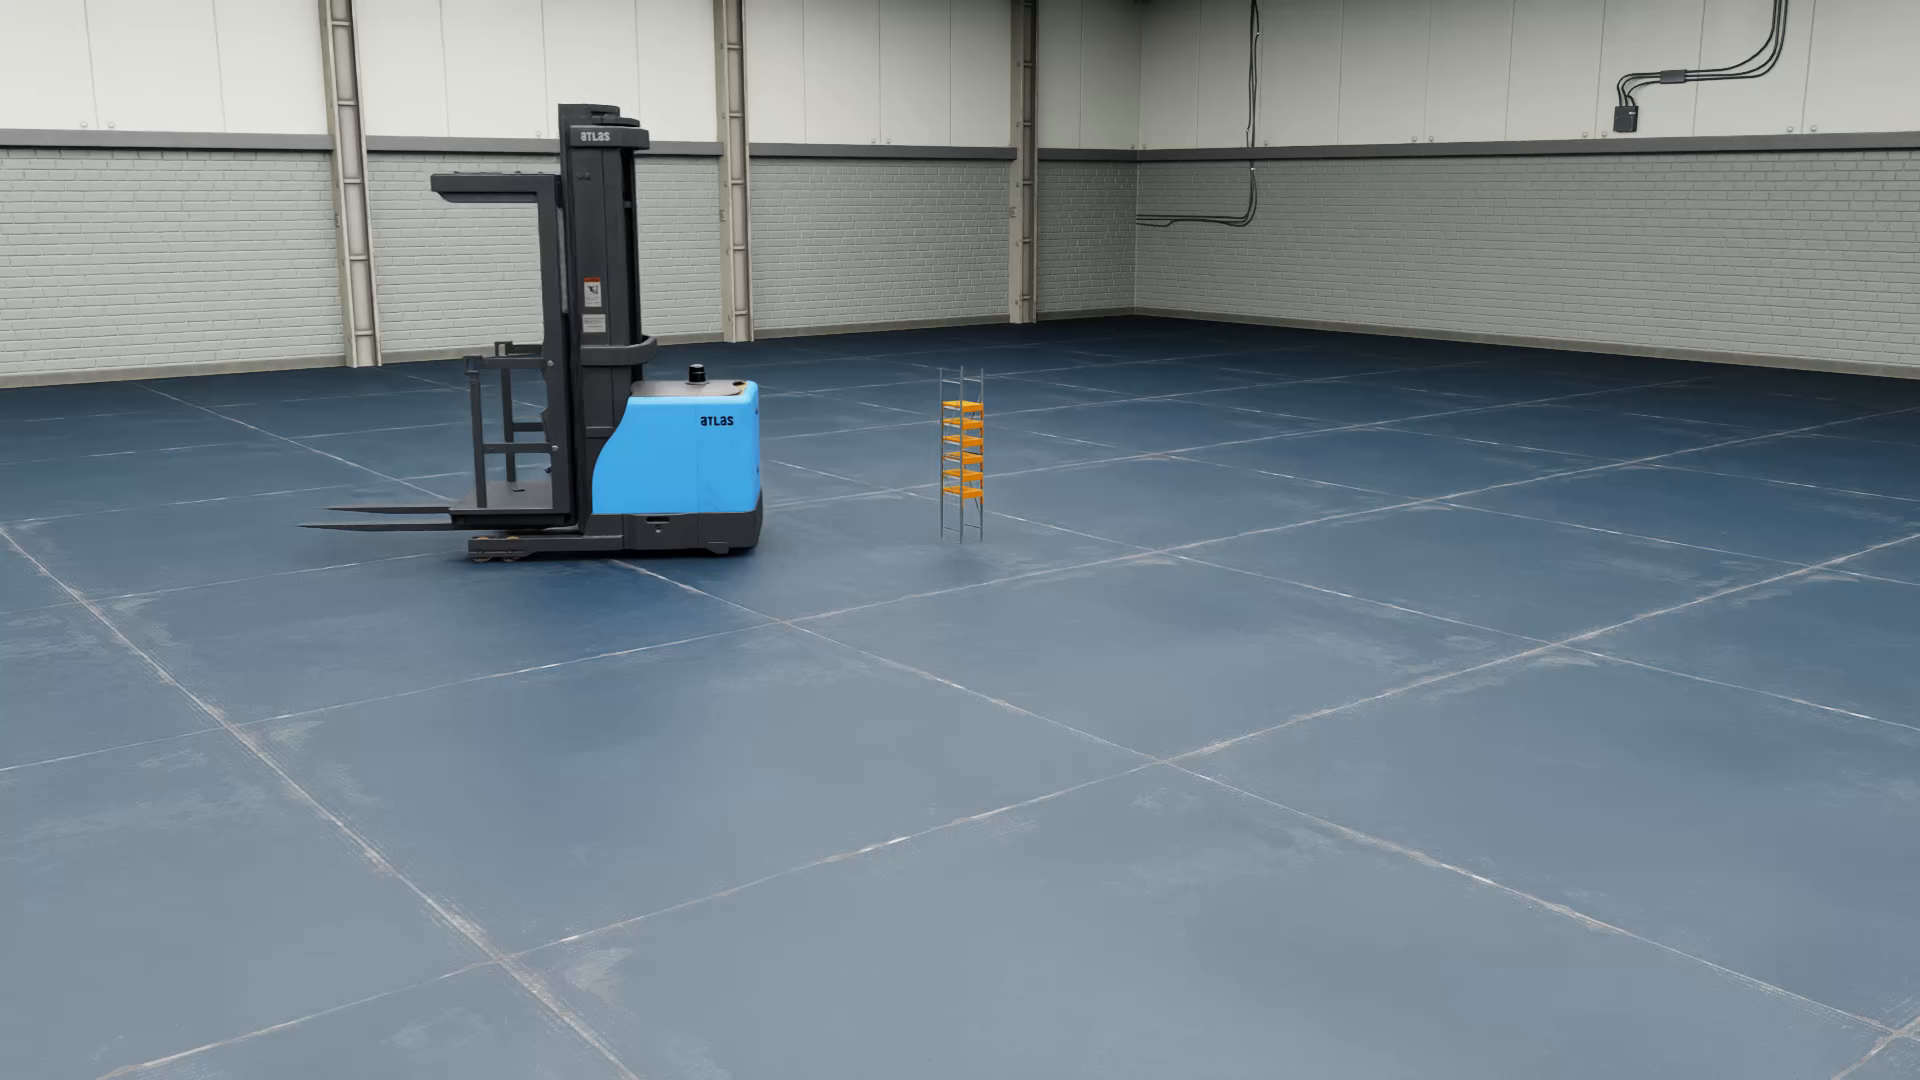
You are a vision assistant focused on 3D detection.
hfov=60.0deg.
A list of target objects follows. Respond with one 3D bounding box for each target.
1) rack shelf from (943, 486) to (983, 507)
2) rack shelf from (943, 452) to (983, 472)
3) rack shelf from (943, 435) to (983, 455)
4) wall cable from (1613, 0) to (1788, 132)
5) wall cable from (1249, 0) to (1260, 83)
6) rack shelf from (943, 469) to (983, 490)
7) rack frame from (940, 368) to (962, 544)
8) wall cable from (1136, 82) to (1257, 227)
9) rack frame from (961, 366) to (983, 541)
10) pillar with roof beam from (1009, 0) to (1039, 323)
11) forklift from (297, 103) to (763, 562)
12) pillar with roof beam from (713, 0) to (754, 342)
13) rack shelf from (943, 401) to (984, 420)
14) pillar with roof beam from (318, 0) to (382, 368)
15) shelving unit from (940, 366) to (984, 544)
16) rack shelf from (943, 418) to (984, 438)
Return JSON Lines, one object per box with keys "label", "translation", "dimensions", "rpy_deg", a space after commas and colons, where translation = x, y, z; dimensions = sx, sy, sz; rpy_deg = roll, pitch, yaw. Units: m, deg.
{"label": "rack shelf", "translation": [0.011, -0.311, 11.572], "dimensions": [0.180, 0.103, 0.258], "rpy_deg": [-9, 15, -38]}
{"label": "rack shelf", "translation": [0.011, -0.545, 11.522], "dimensions": [0.180, 0.103, 0.258], "rpy_deg": [-9, 15, -38]}
{"label": "rack shelf", "translation": [0.011, -0.663, 11.497], "dimensions": [0.180, 0.103, 0.258], "rpy_deg": [-9, 15, -38]}
{"label": "wall cable", "translation": [10.182, -8.656, 22.541], "dimensions": [0.169, 6.003, 2.305], "rpy_deg": [-9, 15, -38]}
{"label": "wall cable", "translation": [5.954, -9.047, 27.887], "dimensions": [0.112, 2.526, 3.097], "rpy_deg": [-9, 15, -38]}
{"label": "rack shelf", "translation": [0.011, -0.428, 11.547], "dimensions": [0.180, 0.103, 0.258], "rpy_deg": [-9, 15, -38]}
{"label": "rack frame", "translation": [-0.060, -0.577, 11.457], "dimensions": [0.006, 1.200, 0.240], "rpy_deg": [-9, 15, -38]}
{"label": "wall cable", "translation": [4.264, -7.015, 30.478], "dimensions": [0.112, 2.526, 3.097], "rpy_deg": [-9, 15, -38]}
{"label": "rack frame", "translation": [0.083, -0.601, 11.569], "dimensions": [0.006, 1.200, 0.240], "rpy_deg": [-9, 15, -38]}
{"label": "pillar with roof beam", "translation": [3.827, -7.668, 26.077], "dimensions": [0.400, 9.000, 9.100], "rpy_deg": [-9, 15, -38]}
{"label": "forklift", "translation": [-2.901, -1.401, 11.172], "dimensions": [3.031, 2.935, 1.130], "rpy_deg": [-1, 12, -4]}
{"label": "pillar with roof beam", "translation": [-0.858, -6.890, 22.411], "dimensions": [0.400, 9.000, 9.100], "rpy_deg": [-9, 15, -38]}
{"label": "rack shelf", "translation": [0.011, -0.897, 11.447], "dimensions": [0.180, 0.103, 0.258], "rpy_deg": [-9, 15, -38]}
{"label": "pillar with roof beam", "translation": [-5.543, -6.111, 18.744], "dimensions": [0.400, 9.000, 9.100], "rpy_deg": [-9, 15, -38]}
{"label": "shelving unit", "translation": [0.011, -0.589, 11.513], "dimensions": [0.189, 1.200, 0.258], "rpy_deg": [-9, 15, -38]}
{"label": "rack shelf", "translation": [0.011, -0.780, 11.472], "dimensions": [0.180, 0.103, 0.258], "rpy_deg": [-9, 15, -38]}
